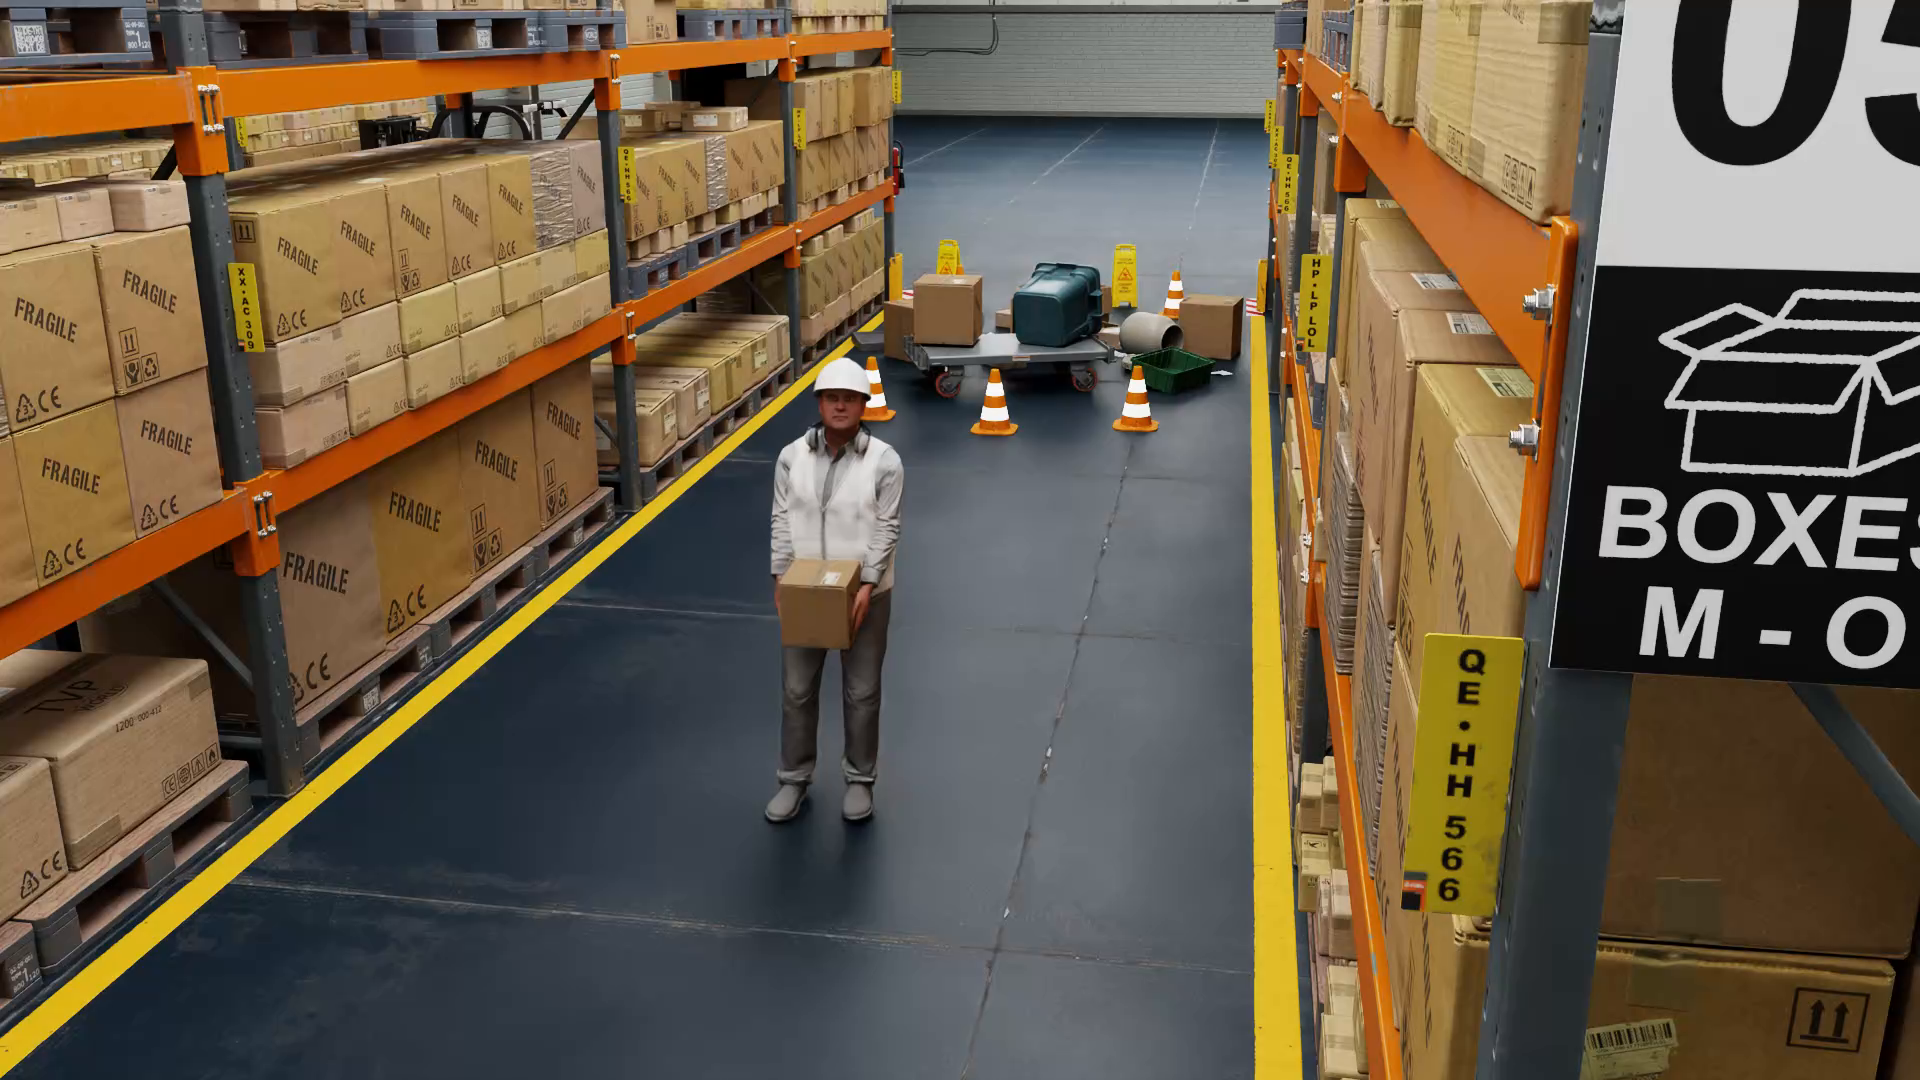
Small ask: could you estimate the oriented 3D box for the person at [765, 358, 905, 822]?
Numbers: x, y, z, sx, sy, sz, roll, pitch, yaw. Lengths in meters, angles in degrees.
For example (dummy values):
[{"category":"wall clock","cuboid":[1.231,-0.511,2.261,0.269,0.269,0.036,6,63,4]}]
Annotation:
[{"category":"person","cuboid":[-0.485,0.210,6.347,0.527,1.776,0.533,3,18,9]}]
